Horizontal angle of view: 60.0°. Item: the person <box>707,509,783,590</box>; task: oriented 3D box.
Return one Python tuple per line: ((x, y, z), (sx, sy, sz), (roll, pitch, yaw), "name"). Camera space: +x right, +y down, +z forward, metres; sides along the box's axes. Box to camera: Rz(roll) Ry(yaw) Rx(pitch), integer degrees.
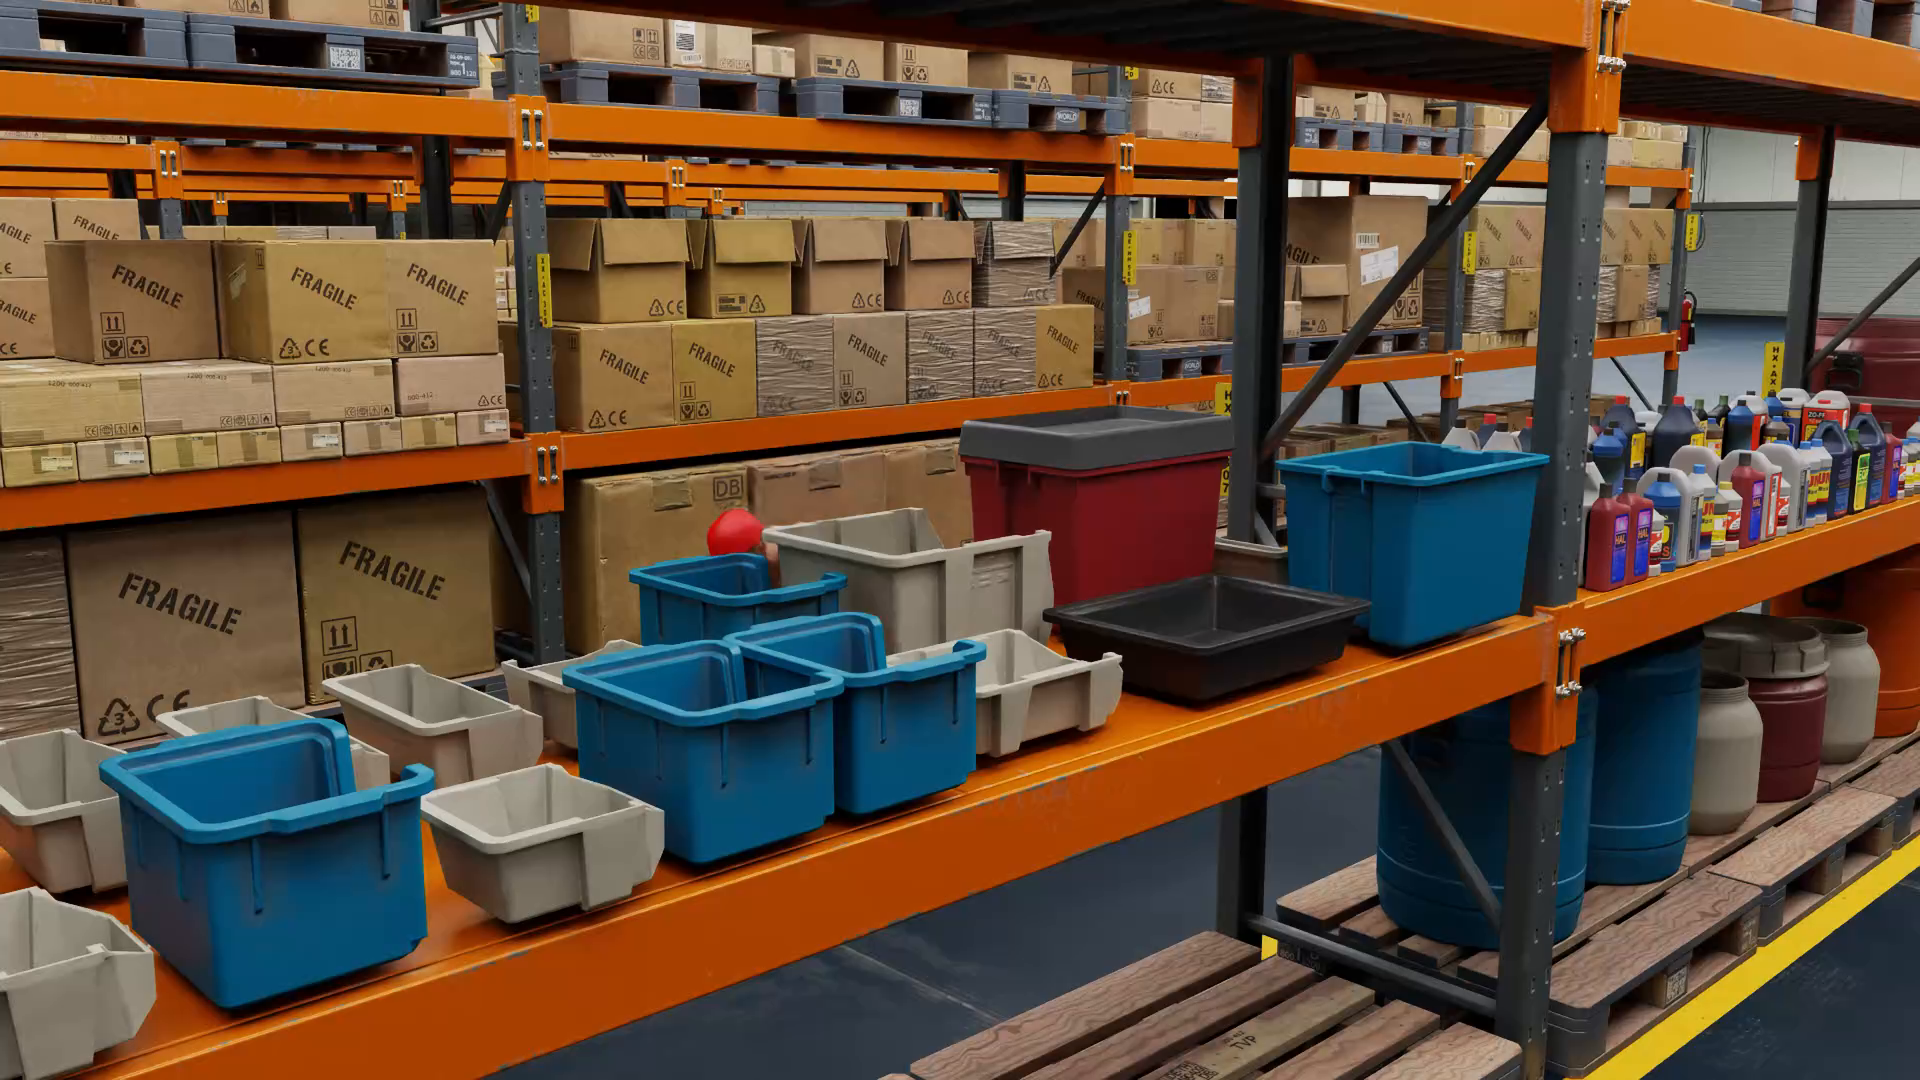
((-0.622, 0.455, 6.428), (0.837, 1.230, 0.582), (-10, 14, -43), "person")
